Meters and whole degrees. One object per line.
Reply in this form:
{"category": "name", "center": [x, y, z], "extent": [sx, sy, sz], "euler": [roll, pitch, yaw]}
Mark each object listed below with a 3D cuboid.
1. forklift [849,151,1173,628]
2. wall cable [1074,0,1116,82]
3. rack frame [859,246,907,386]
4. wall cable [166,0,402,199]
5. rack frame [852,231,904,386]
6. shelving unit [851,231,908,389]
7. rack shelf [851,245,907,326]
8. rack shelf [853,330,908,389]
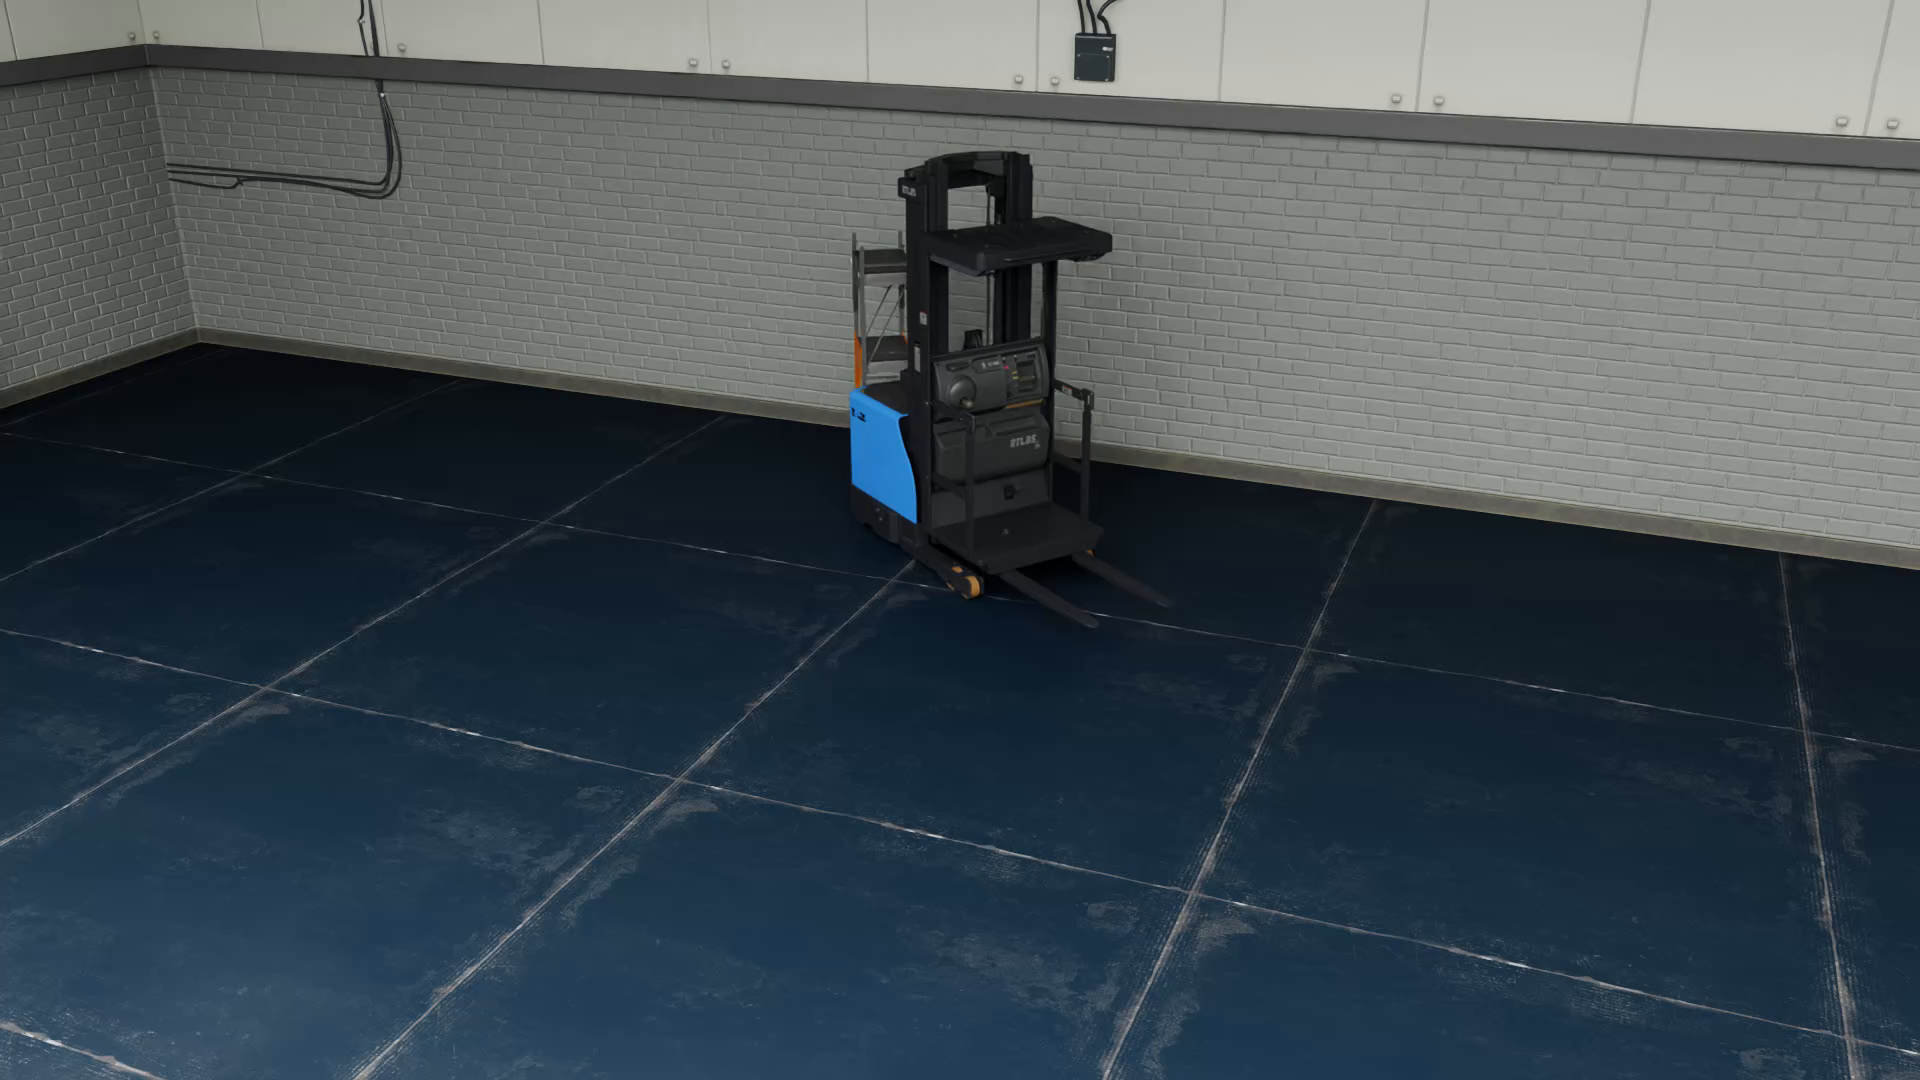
{"category": "forklift", "center": [0.344, -1.141, 11.678], "extent": [1.130, 2.935, 3.031], "euler": [-14, 26, -29]}
{"category": "wall cable", "center": [1.986, -6.263, 11.657], "extent": [2.305, 6.003, 0.169], "euler": [9, 24, 20]}
{"category": "rack frame", "center": [-0.568, -1.273, 13.074], "extent": [0.400, 2.100, 0.015], "euler": [-4, 23, -9]}
{"category": "wall cable", "center": [-6.822, -4.626, 16.179], "extent": [3.097, 2.526, 0.112], "euler": [9, 24, 20]}
{"category": "rack frame", "center": [-0.652, -1.458, 13.517], "extent": [0.400, 2.100, 0.015], "euler": [-4, 23, -9]}
{"category": "shelving unit", "center": [-0.610, -1.366, 13.296], "extent": [0.431, 2.100, 0.503], "euler": [-4, 23, -9]}
{"category": "rack shelf", "center": [-0.610, -1.999, 13.031], "extent": [0.431, 0.518, 0.480], "euler": [-4, 23, -9]}
{"category": "rack shelf", "center": [-0.610, -1.353, 13.301], "extent": [0.431, 0.518, 0.480], "euler": [-4, 23, -9]}
